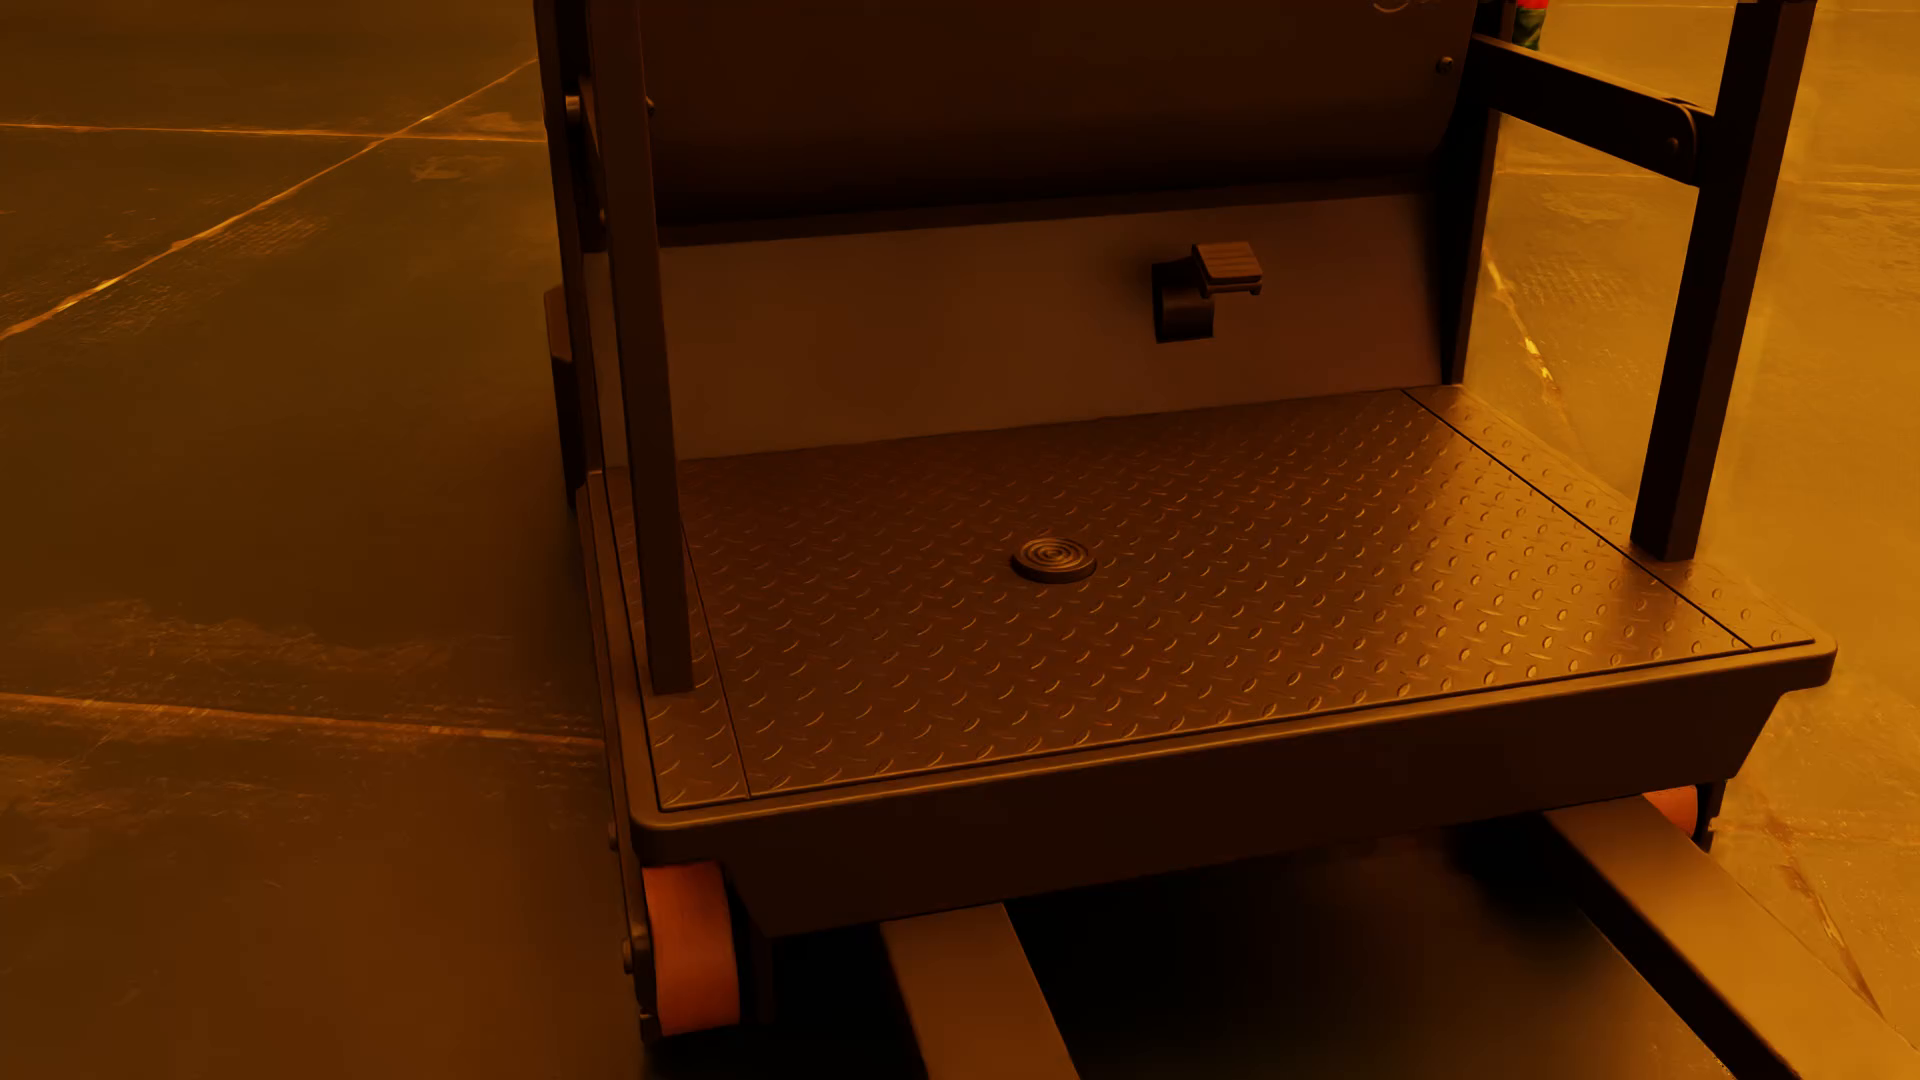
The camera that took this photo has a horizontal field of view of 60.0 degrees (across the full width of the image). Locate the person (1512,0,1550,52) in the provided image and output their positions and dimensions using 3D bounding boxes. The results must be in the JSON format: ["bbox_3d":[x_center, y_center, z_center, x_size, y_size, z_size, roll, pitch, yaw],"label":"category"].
[{"bbox_3d":[1.649,-2.275,5.069,0.633,1.802,0.478,2,27,5],"label":"person"}]

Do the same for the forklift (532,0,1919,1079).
[{"bbox_3d":[0.159,-1.038,1.297,1.130,2.935,3.031,-7,27,-13],"label":"forklift"}]
